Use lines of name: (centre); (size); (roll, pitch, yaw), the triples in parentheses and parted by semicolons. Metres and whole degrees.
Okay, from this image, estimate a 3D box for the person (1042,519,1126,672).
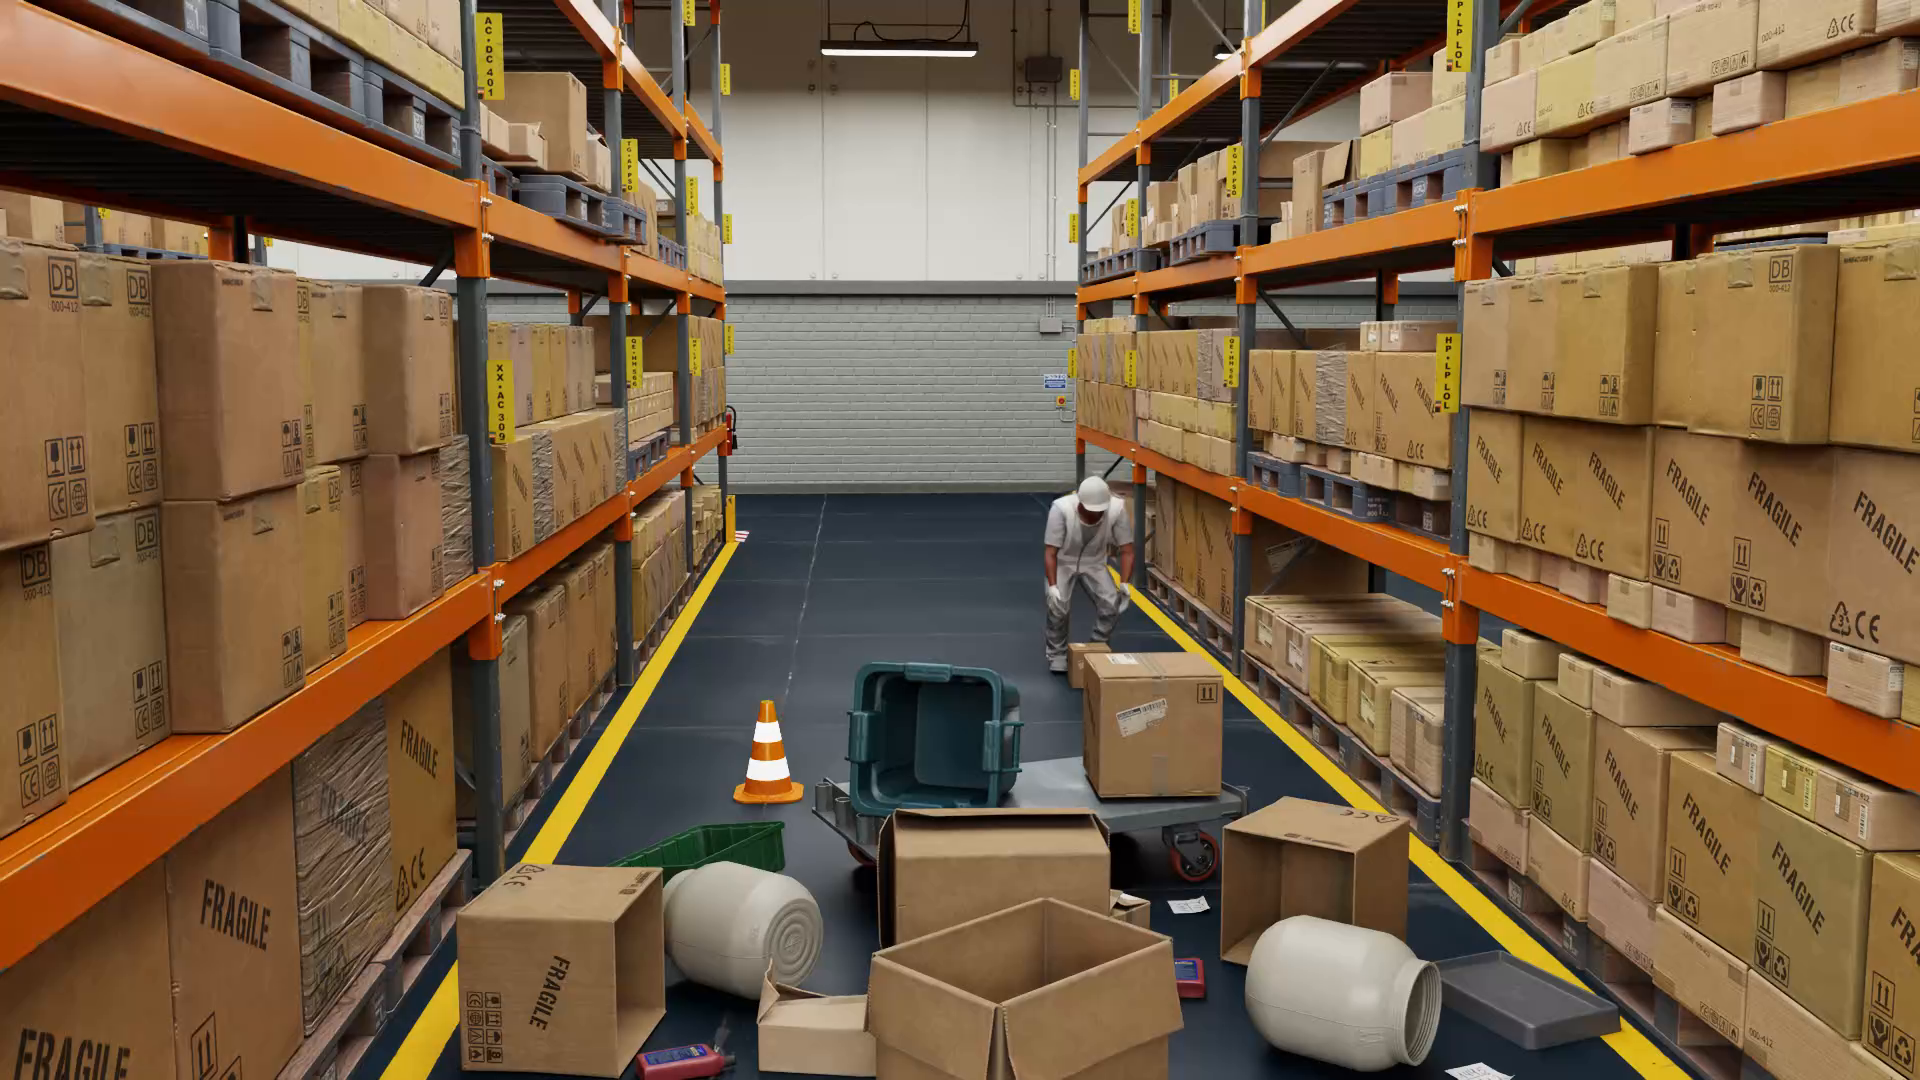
person: (0.824, 0.392, 11.041); (0.515, 1.027, 0.986); (-1, 7, -6)
